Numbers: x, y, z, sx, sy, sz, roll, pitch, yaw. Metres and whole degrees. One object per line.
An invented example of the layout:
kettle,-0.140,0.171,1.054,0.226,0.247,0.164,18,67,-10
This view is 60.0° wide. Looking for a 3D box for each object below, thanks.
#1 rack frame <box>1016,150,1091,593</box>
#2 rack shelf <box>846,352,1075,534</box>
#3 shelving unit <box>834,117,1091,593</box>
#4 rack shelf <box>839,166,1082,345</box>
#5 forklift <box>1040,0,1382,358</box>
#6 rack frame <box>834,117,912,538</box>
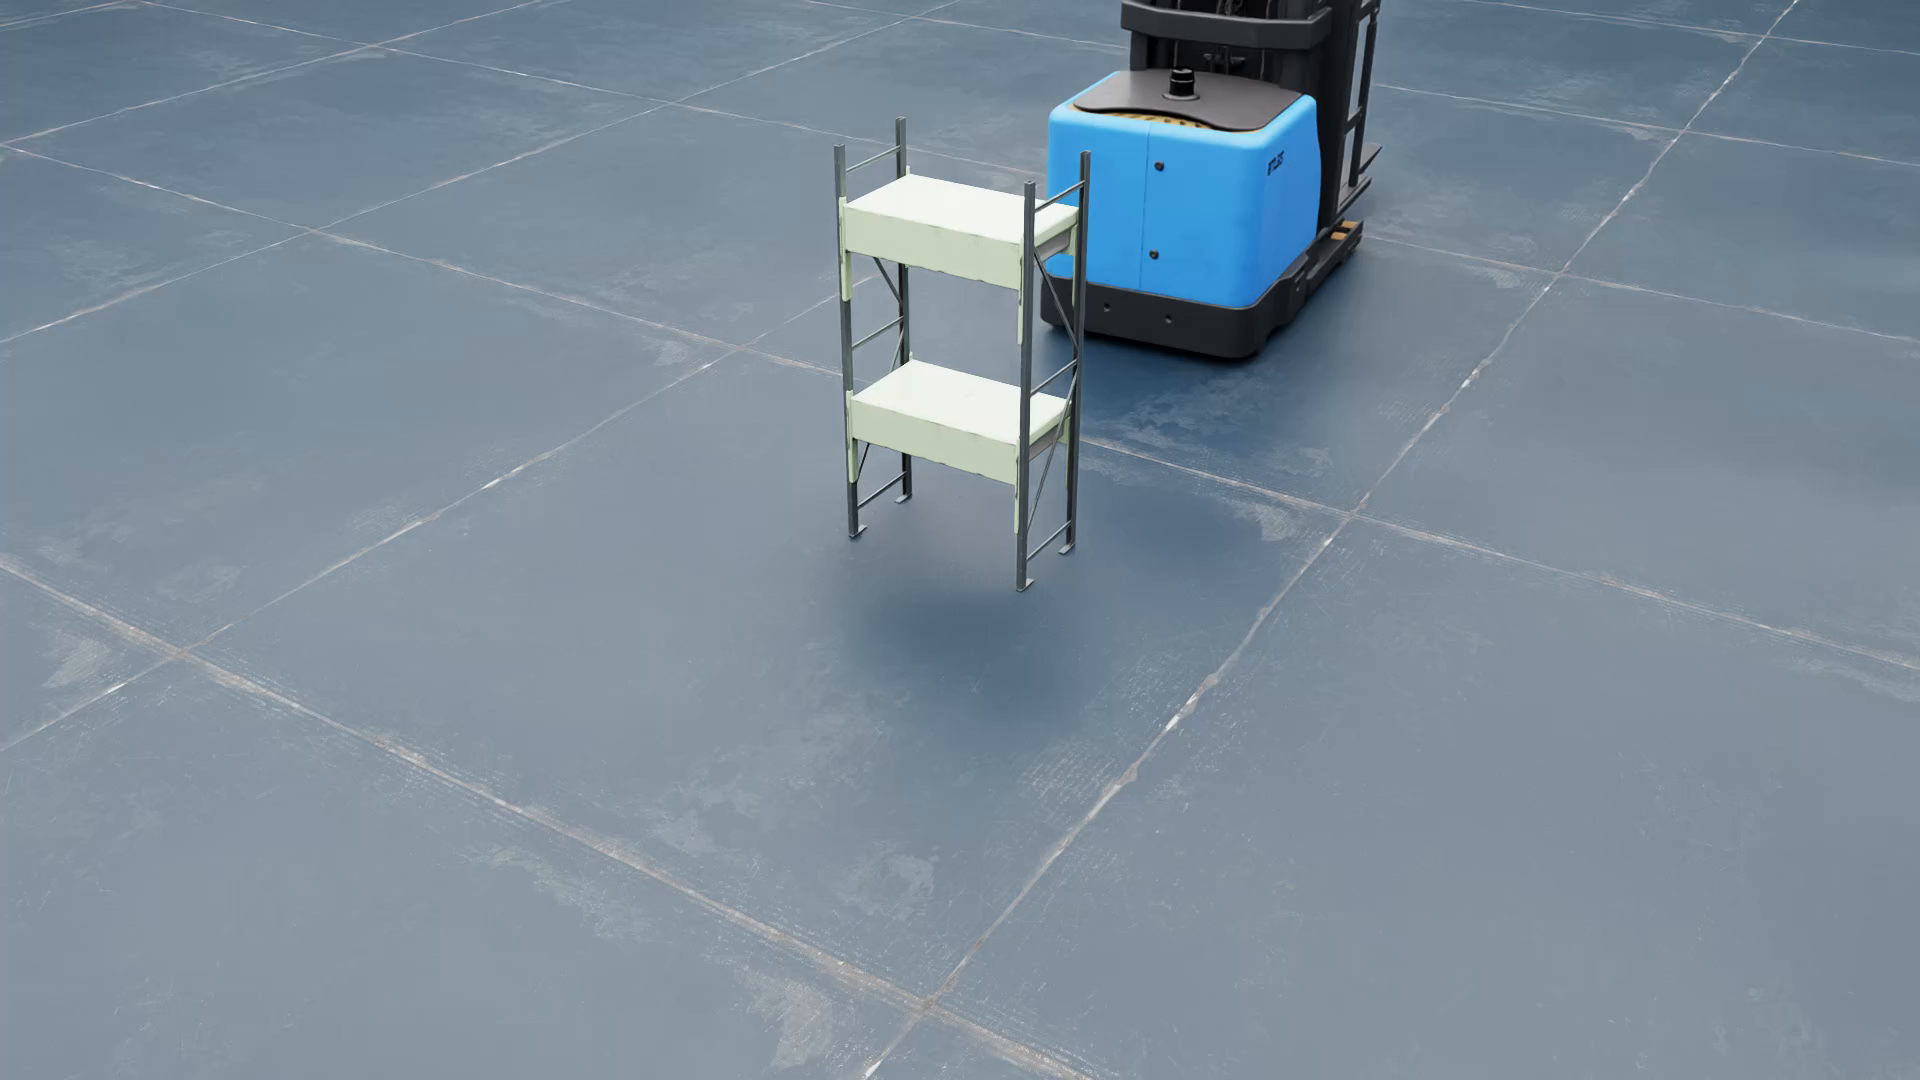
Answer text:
rack frame,0.316,-0.548,5.701,0.023,1.500,0.400,18,35,27
rack shelf,0.006,-0.364,6.033,0.720,0.370,0.431,18,35,27
shelving unit,0.006,-0.646,5.869,0.755,1.500,0.431,18,35,27
rack shelf,0.006,-0.983,5.672,0.720,0.370,0.431,18,35,27
forklift,1.500,-2.807,8.152,1.130,2.935,3.031,14,33,23
rack frame,-0.304,-0.744,6.037,0.023,1.500,0.400,18,35,27
